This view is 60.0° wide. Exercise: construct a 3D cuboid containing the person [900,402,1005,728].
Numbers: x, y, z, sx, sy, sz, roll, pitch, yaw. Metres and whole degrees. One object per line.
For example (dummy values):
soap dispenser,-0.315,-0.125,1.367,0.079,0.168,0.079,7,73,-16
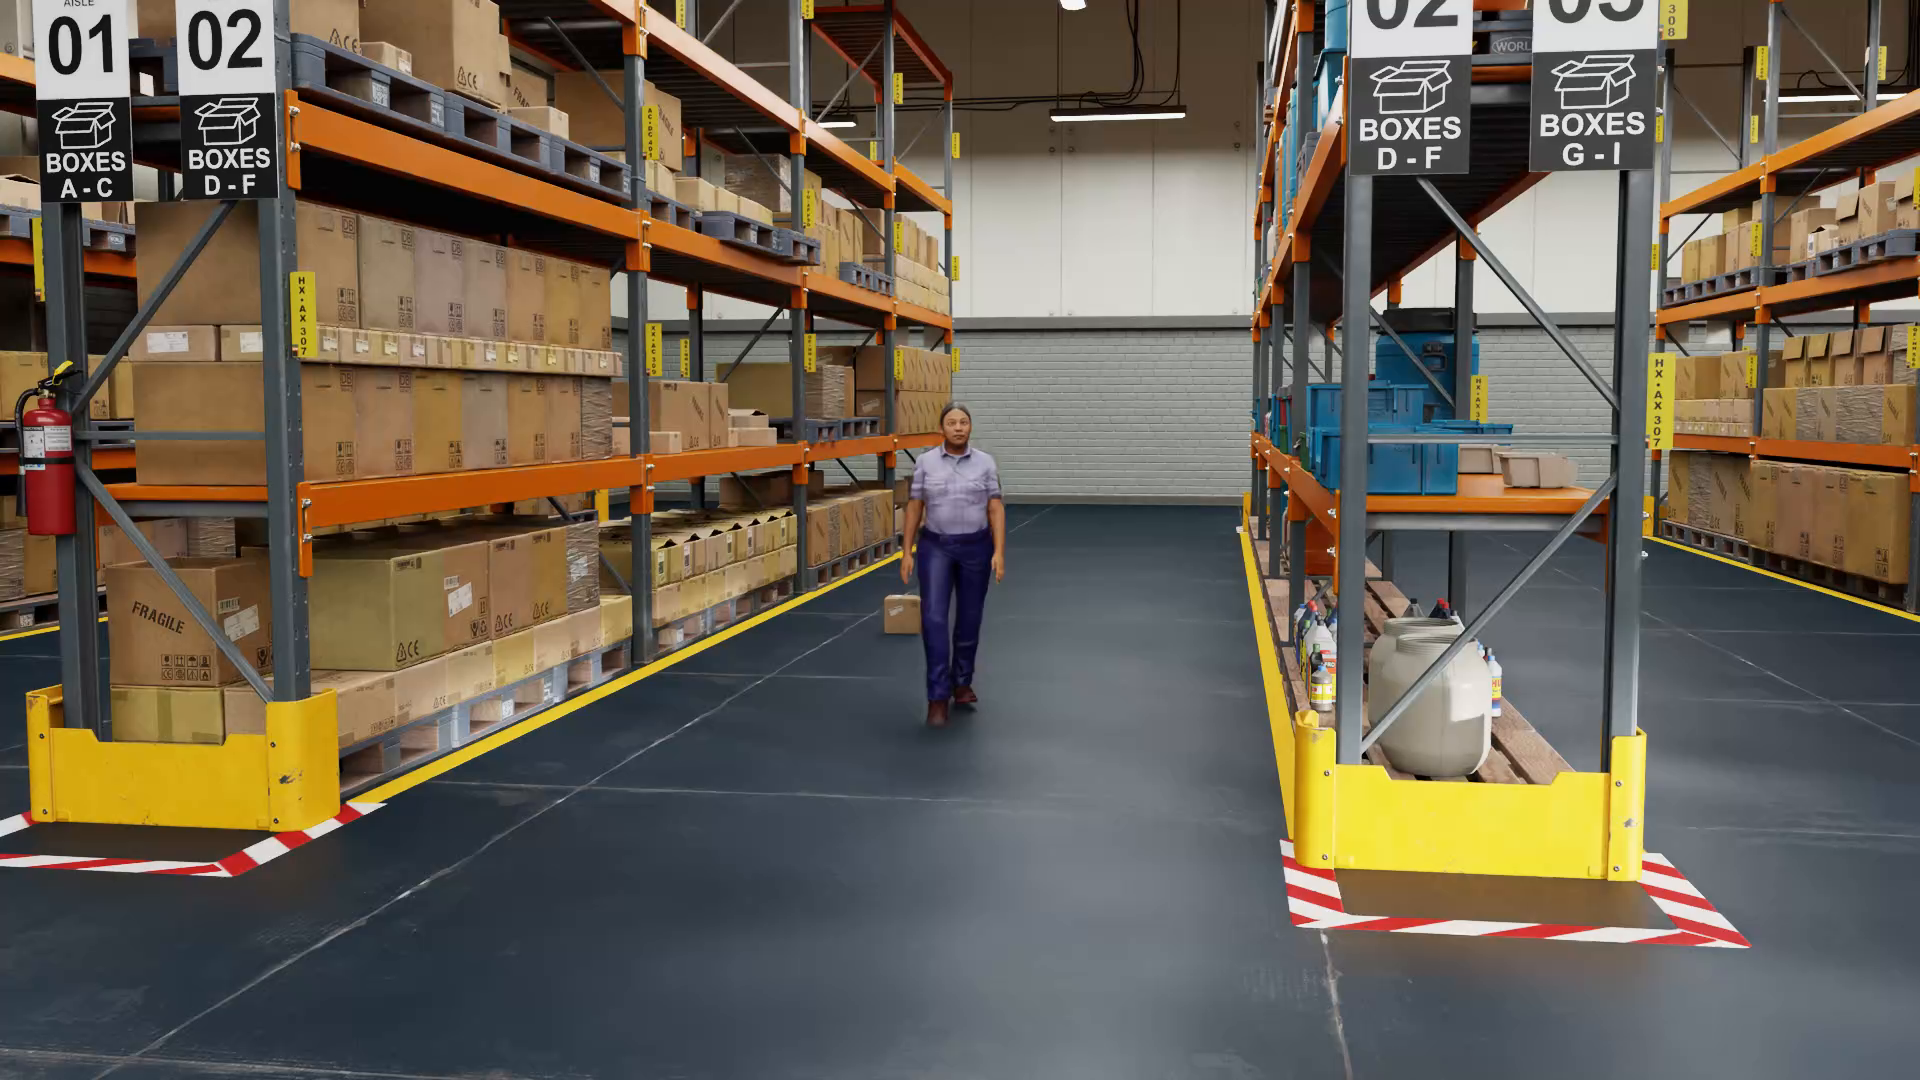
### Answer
person,-0.033,0.122,8.735,0.542,1.691,0.746,-1,5,-7
